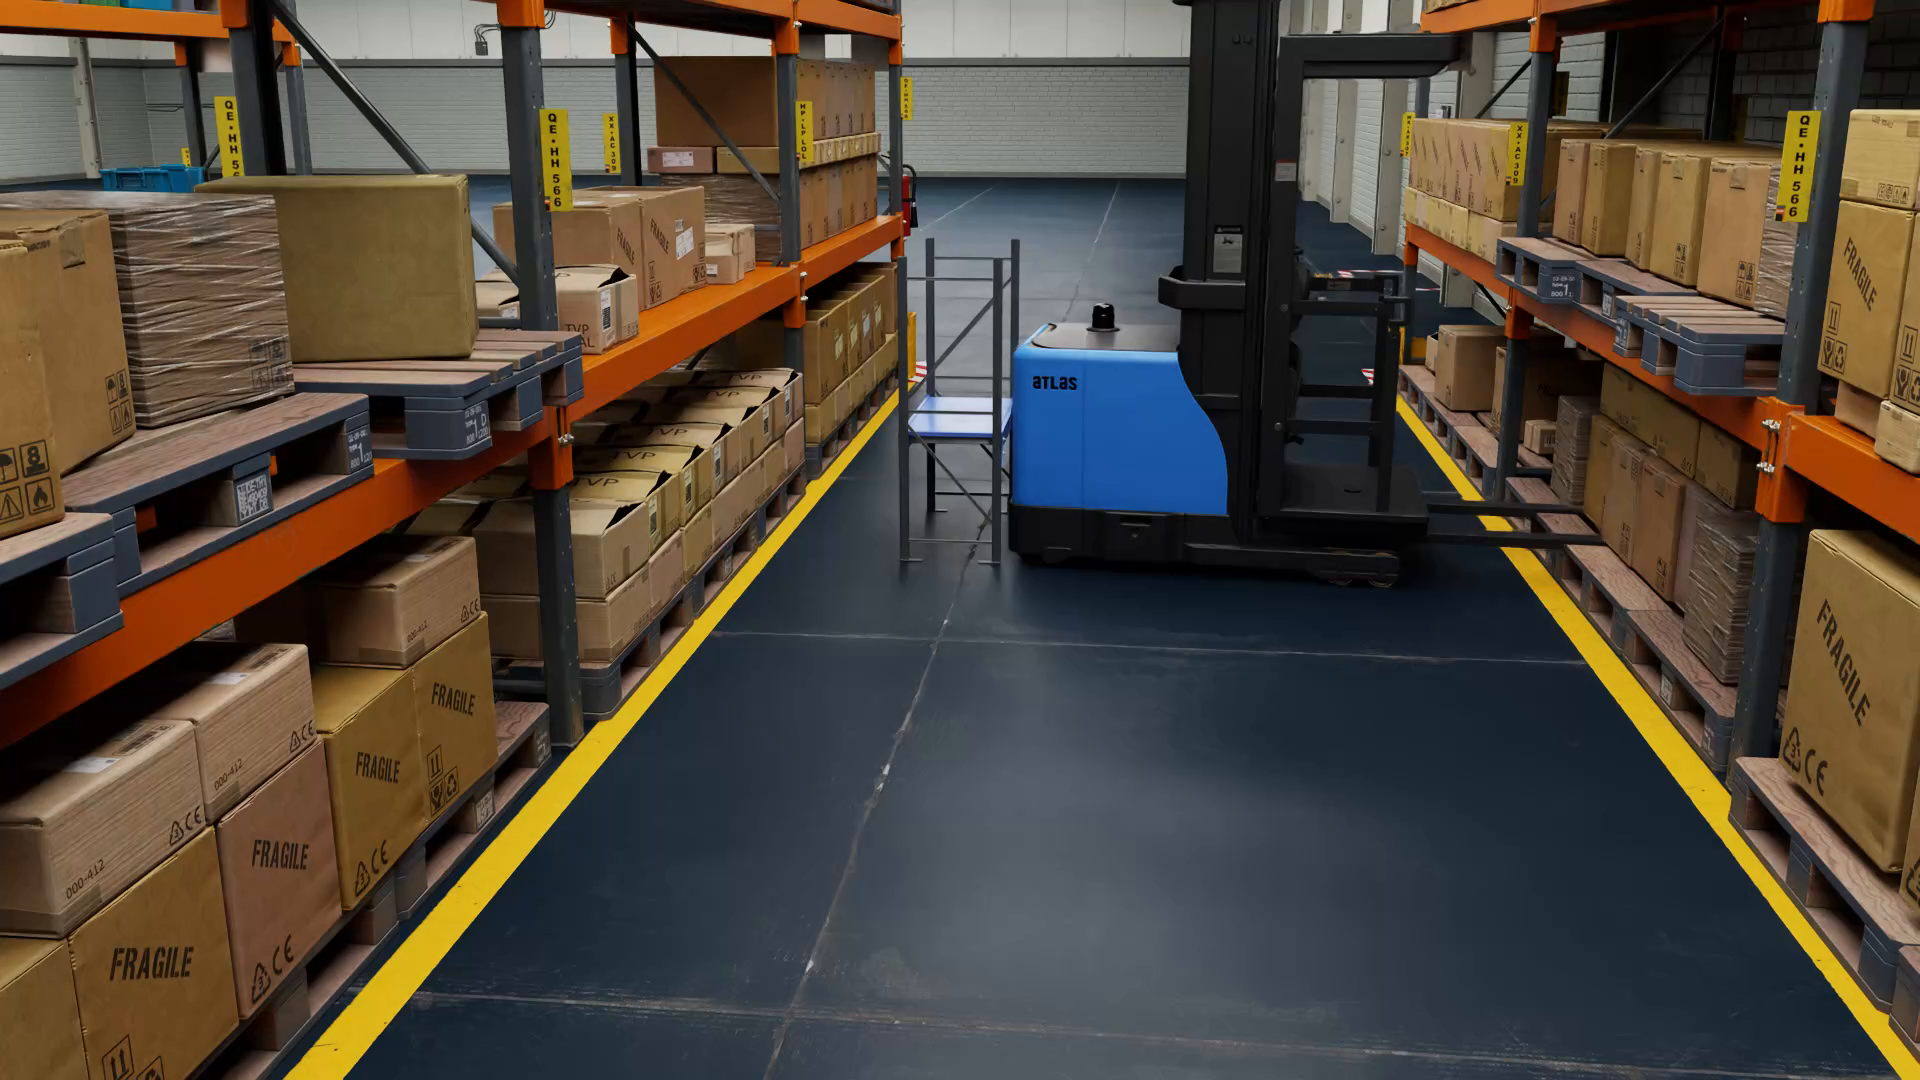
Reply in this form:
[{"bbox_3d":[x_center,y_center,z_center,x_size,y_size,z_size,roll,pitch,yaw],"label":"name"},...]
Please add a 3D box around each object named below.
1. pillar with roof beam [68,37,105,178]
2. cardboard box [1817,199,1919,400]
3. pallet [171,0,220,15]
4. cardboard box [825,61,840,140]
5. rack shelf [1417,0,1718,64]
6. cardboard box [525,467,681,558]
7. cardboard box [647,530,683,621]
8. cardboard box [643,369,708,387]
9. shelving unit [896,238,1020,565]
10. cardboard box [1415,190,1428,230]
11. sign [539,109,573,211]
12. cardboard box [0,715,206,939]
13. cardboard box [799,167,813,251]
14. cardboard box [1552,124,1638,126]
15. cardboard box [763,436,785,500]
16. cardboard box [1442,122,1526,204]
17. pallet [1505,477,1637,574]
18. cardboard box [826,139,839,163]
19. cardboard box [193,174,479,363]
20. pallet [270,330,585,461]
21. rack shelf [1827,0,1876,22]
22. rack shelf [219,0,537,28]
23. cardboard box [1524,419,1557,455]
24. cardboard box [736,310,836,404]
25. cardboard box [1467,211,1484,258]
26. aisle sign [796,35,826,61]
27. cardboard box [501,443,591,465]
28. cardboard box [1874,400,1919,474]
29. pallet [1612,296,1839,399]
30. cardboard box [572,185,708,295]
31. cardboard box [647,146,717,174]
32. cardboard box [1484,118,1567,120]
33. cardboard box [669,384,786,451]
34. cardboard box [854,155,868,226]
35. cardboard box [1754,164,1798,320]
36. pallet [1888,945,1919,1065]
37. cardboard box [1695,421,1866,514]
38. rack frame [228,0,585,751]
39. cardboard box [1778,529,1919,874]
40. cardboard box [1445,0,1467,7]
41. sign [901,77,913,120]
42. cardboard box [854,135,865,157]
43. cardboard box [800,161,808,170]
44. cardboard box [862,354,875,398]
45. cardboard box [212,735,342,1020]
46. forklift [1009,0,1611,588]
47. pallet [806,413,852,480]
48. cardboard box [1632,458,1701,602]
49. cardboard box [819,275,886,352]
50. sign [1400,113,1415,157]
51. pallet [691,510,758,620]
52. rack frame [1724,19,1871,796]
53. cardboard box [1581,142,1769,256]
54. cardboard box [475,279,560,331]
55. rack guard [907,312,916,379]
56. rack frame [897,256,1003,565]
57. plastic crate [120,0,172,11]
[{"bbox_3d":[-18.892,-13.933,42.949,9.100,9.000,0.400,2,15,6],"label":"pillar with roof beam"},{"bbox_3d":[2.752,-0.670,4.594,0.500,0.500,0.500,2,15,8],"label":"cardboard box"},{"bbox_3d":[-6.071,-4.099,12.689,1.003,0.211,1.213,2,15,6],"label":"pallet"},{"bbox_3d":[-1.197,-2.950,11.147,0.700,0.500,0.500,2,15,6],"label":"cardboard box"},{"bbox_3d":[3.738,-3.244,10.544,1.077,0.370,4.000,2,15,6],"label":"rack shelf"},{"bbox_3d":[-1.460,-0.142,6.829,0.500,0.311,0.500,1,15,5],"label":"cardboard box"},{"bbox_3d":[-1.455,0.135,6.879,0.500,0.250,0.500,1,15,5],"label":"cardboard box"},{"bbox_3d":[-1.705,-0.816,9.321,0.500,0.311,0.500,2,15,6],"label":"cardboard box"},{"bbox_3d":[0.010,-0.746,8.548,0.538,1.500,1.048,2,15,6],"label":"shelving unit"},{"bbox_3d":[3.548,-2.347,11.844,0.500,0.250,0.500,1,15,5],"label":"cardboard box"},{"bbox_3d":[-1.322,-1.239,5.432,0.100,0.325,0.005,2,15,6],"label":"sign"},{"bbox_3d":[-1.904,0.560,3.354,0.500,0.250,0.500,2,15,6],"label":"cardboard box"},{"bbox_3d":[-1.314,-2.070,10.379,0.700,0.500,0.500,2,15,6],"label":"cardboard box"},{"bbox_3d":[3.896,-2.303,10.244,0.500,0.500,0.500,2,15,8],"label":"cardboard box"},{"bbox_3d":[-1.228,-0.398,8.849,0.500,0.250,0.500,1,15,5],"label":"cardboard box"},{"bbox_3d":[3.434,-2.450,10.790,0.500,0.500,0.500,2,15,8],"label":"cardboard box"},{"bbox_3d":[3.426,-0.076,8.540,1.003,0.211,1.213,2,15,6],"label":"pallet"},{"bbox_3d":[-1.017,-2.597,11.084,0.380,0.149,0.250,2,15,6],"label":"cardboard box"},{"bbox_3d":[-1.821,-0.816,4.939,0.700,0.500,0.500,-3,16,-13],"label":"cardboard box"},{"bbox_3d":[-1.869,-0.462,4.990,1.213,0.211,1.003,2,15,6],"label":"pallet"},{"bbox_3d":[2.835,-1.169,2.871,1.077,0.370,4.000,2,15,6],"label":"rack shelf"},{"bbox_3d":[-2.088,-1.314,3.407,1.077,0.370,4.000,2,15,6],"label":"rack shelf"},{"bbox_3d":[3.543,-0.609,9.752,0.380,0.166,0.250,0,15,-1],"label":"cardboard box"},{"bbox_3d":[-1.047,-1.118,10.076,0.500,0.500,0.500,2,15,6],"label":"cardboard box"},{"bbox_3d":[3.329,-1.823,9.905,0.500,0.250,0.500,2,15,7],"label":"cardboard box"},{"bbox_3d":[-1.256,-4.088,13.053,0.394,0.787,0.004,2,15,6],"label":"aisle sign"},{"bbox_3d":[-1.936,-0.287,7.366,0.500,0.311,0.500,2,15,6],"label":"cardboard box"},{"bbox_3d":[2.642,-0.265,4.340,0.380,0.149,0.250,2,15,8],"label":"cardboard box"},{"bbox_3d":[3.035,-0.682,5.807,1.213,0.211,1.003,2,15,6],"label":"pallet"},{"bbox_3d":[-1.573,-1.482,8.206,0.500,0.500,0.500,3,15,10],"label":"cardboard box"},{"bbox_3d":[-1.593,-2.208,9.646,0.380,0.149,0.250,2,15,6],"label":"cardboard box"},{"bbox_3d":[4.121,-2.833,12.204,0.500,0.500,0.500,2,15,6],"label":"cardboard box"},{"bbox_3d":[-1.224,-0.667,8.771,0.500,0.311,0.500,2,15,8],"label":"cardboard box"},{"bbox_3d":[-1.079,-2.598,12.332,0.700,0.500,0.500,2,15,8],"label":"cardboard box"},{"bbox_3d":[3.104,-0.970,5.468,0.700,0.500,0.500,0,15,0],"label":"cardboard box"},{"bbox_3d":[2.757,1.277,3.536,1.003,0.211,1.213,2,15,6],"label":"pallet"},{"bbox_3d":[3.217,-0.289,6.494,0.500,0.250,0.500,2,15,7],"label":"cardboard box"},{"bbox_3d":[-1.862,-0.732,5.623,1.000,3.000,0.127,2,15,6],"label":"rack frame"},{"bbox_3d":[2.847,0.435,4.621,0.750,0.750,0.750,1,15,6],"label":"cardboard box"},{"bbox_3d":[3.527,-3.815,11.050,0.500,0.500,0.500,2,15,9],"label":"cardboard box"},{"bbox_3d":[-0.422,-3.461,13.042,0.100,0.325,0.005,2,15,6],"label":"sign"},{"bbox_3d":[-0.900,-2.864,12.074,0.380,0.149,0.250,2,15,7],"label":"cardboard box"},{"bbox_3d":[-1.132,-2.327,10.087,0.380,0.149,0.250,1,15,5],"label":"cardboard box"},{"bbox_3d":[-0.883,-1.145,11.614,0.500,0.250,0.500,2,15,6],"label":"cardboard box"},{"bbox_3d":[-1.846,0.782,3.969,0.500,0.500,0.500,1,15,4],"label":"cardboard box"},{"bbox_3d":[1.811,-1.341,8.005,3.031,2.935,1.130,3,15,11],"label":"forklift"},{"bbox_3d":[-1.279,-0.628,10.582,1.003,0.211,1.213,2,15,6],"label":"pallet"},{"bbox_3d":[3.292,-0.041,7.013,0.700,0.500,0.500,2,15,6],"label":"cardboard box"},{"bbox_3d":[-0.822,-1.637,11.995,0.500,0.500,0.500,2,15,6],"label":"cardboard box"},{"bbox_3d":[3.424,-3.096,12.706,0.100,0.325,0.005,2,15,6],"label":"sign"},{"bbox_3d":[-1.590,0.086,7.939,1.003,0.211,1.213,2,15,6],"label":"pallet"},{"bbox_3d":[3.061,-0.587,5.087,1.000,3.000,0.127,2,15,6],"label":"rack frame"},{"bbox_3d":[3.350,-1.609,7.833,0.700,0.500,0.500,3,15,12],"label":"cardboard box"},{"bbox_3d":[-1.777,-0.782,5.978,0.500,0.311,0.500,3,15,10],"label":"cardboard box"},{"bbox_3d":[-0.956,-1.606,13.645,1.175,0.500,0.348,2,15,6],"label":"rack guard"},{"bbox_3d":[-0.048,-0.614,8.061,0.500,1.500,0.032,2,15,6],"label":"rack frame"},{"bbox_3d":[-5.796,-3.891,11.588,0.392,0.384,0.575,2,15,6],"label":"plastic crate"}]
